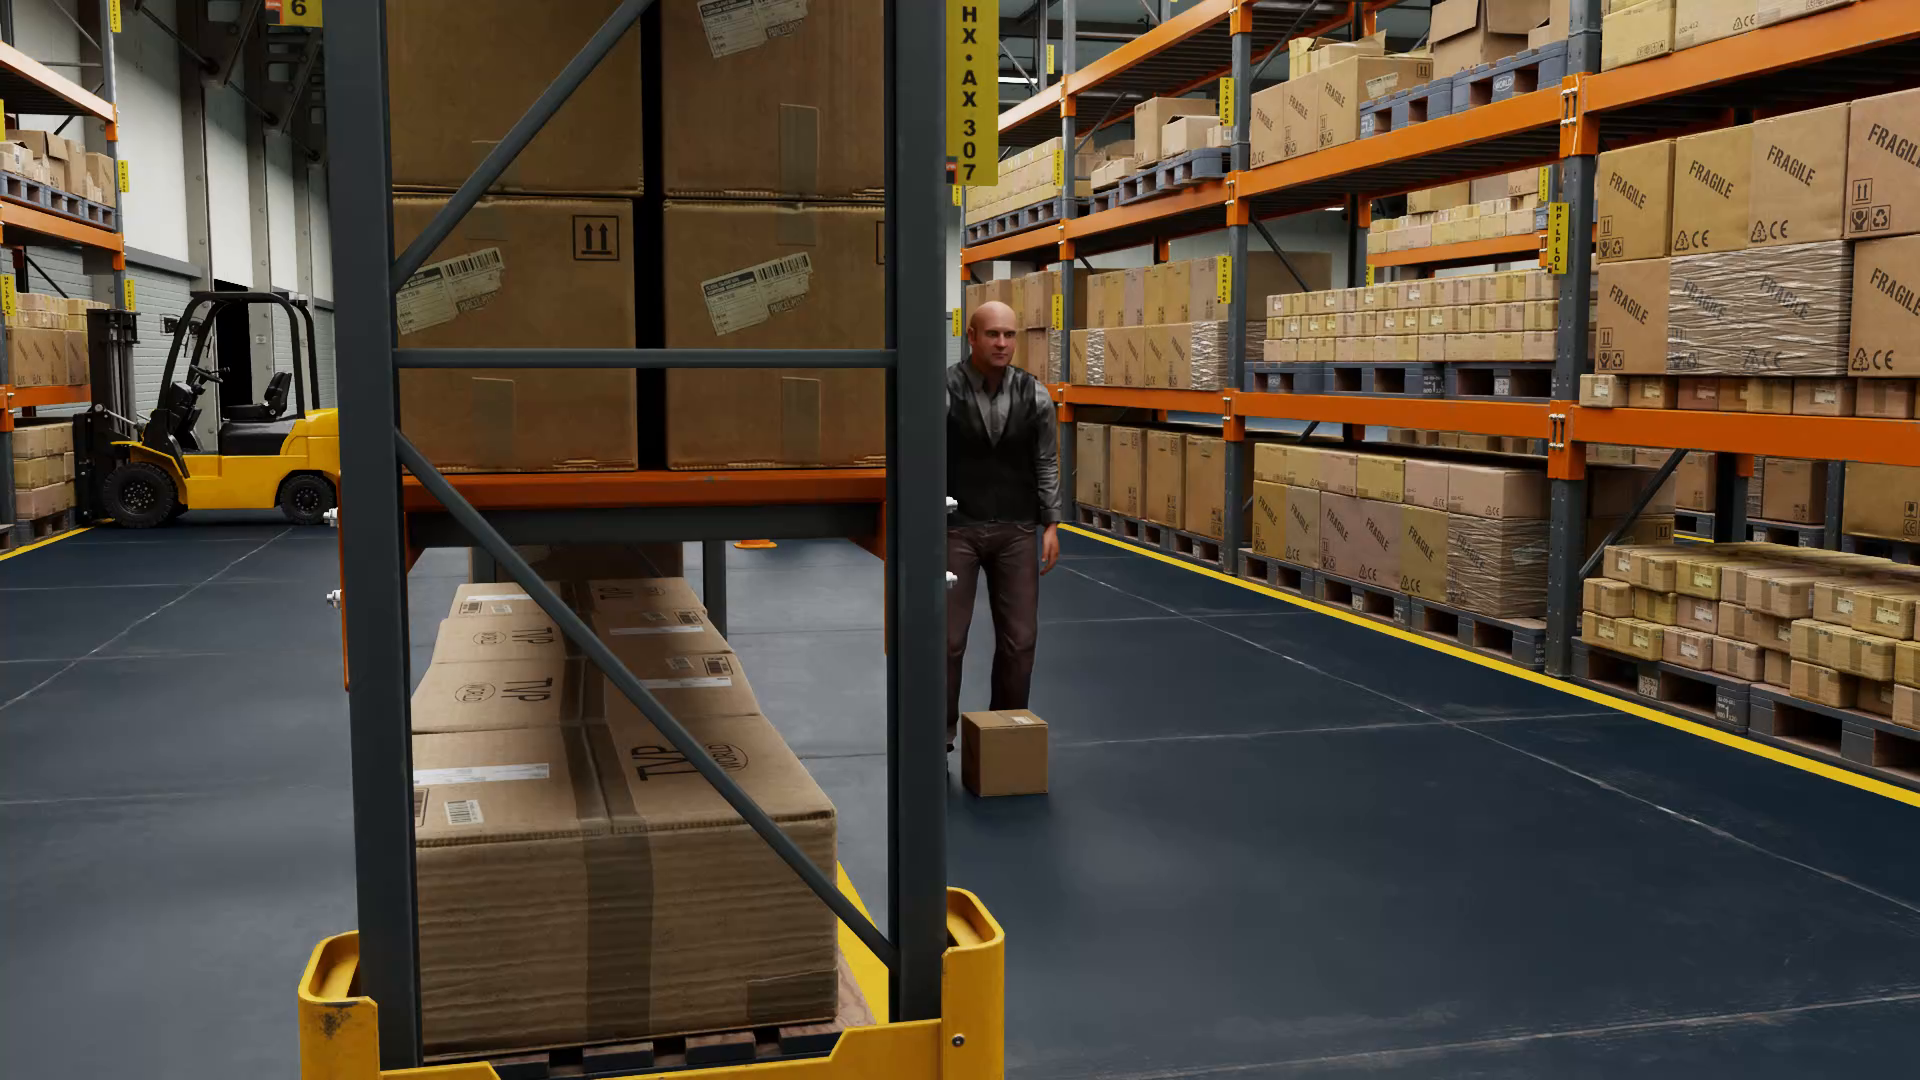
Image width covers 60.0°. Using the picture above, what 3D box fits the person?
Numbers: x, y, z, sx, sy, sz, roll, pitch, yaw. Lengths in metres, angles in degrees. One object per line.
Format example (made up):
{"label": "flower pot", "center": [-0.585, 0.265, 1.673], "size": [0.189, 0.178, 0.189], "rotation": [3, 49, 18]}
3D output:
{"label": "person", "center": [0.085, -0.005, 6.101], "size": [0.584, 1.720, 0.412], "rotation": [-2, 6, -14]}
